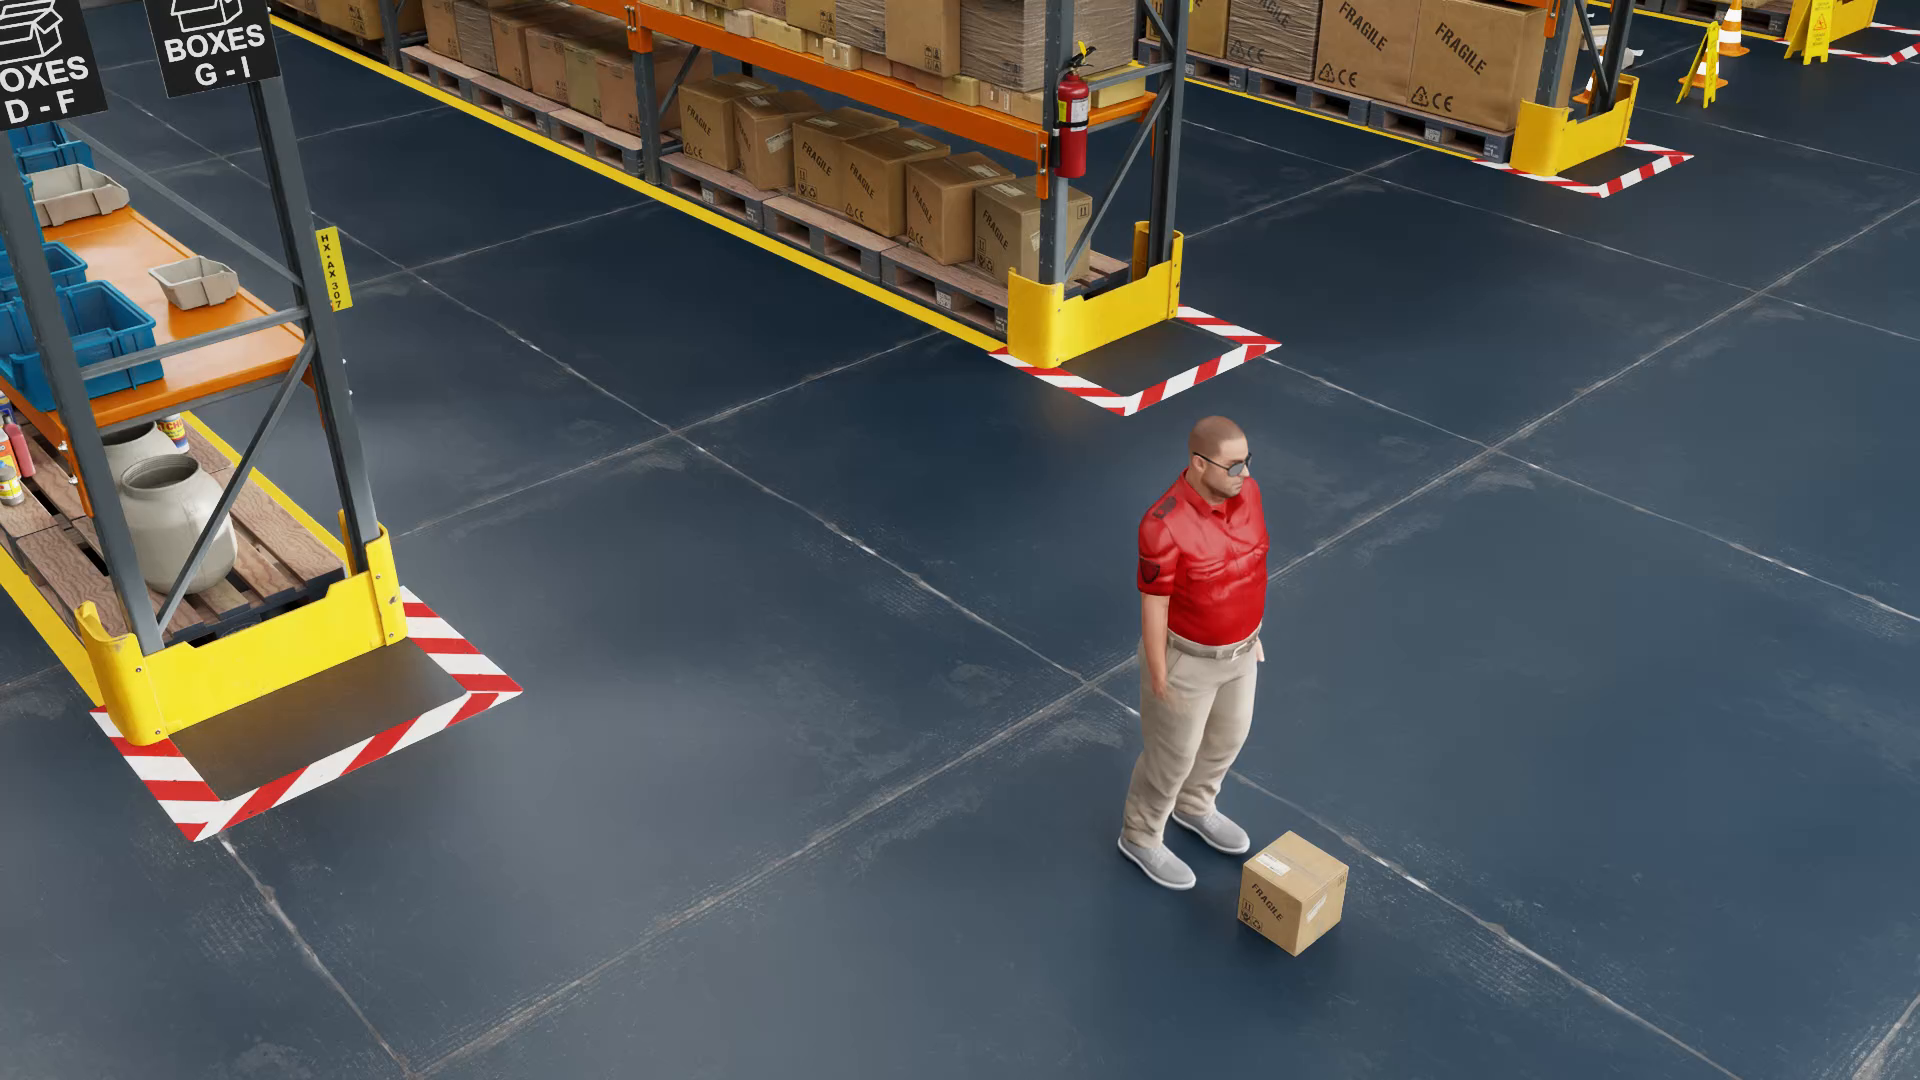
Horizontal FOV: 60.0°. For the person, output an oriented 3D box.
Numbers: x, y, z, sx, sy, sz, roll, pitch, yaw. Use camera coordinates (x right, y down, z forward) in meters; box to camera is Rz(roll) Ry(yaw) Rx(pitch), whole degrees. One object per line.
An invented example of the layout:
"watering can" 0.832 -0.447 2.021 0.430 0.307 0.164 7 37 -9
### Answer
"person" 0.822 0.379 5.545 0.527 1.725 0.360 -25 39 -34
